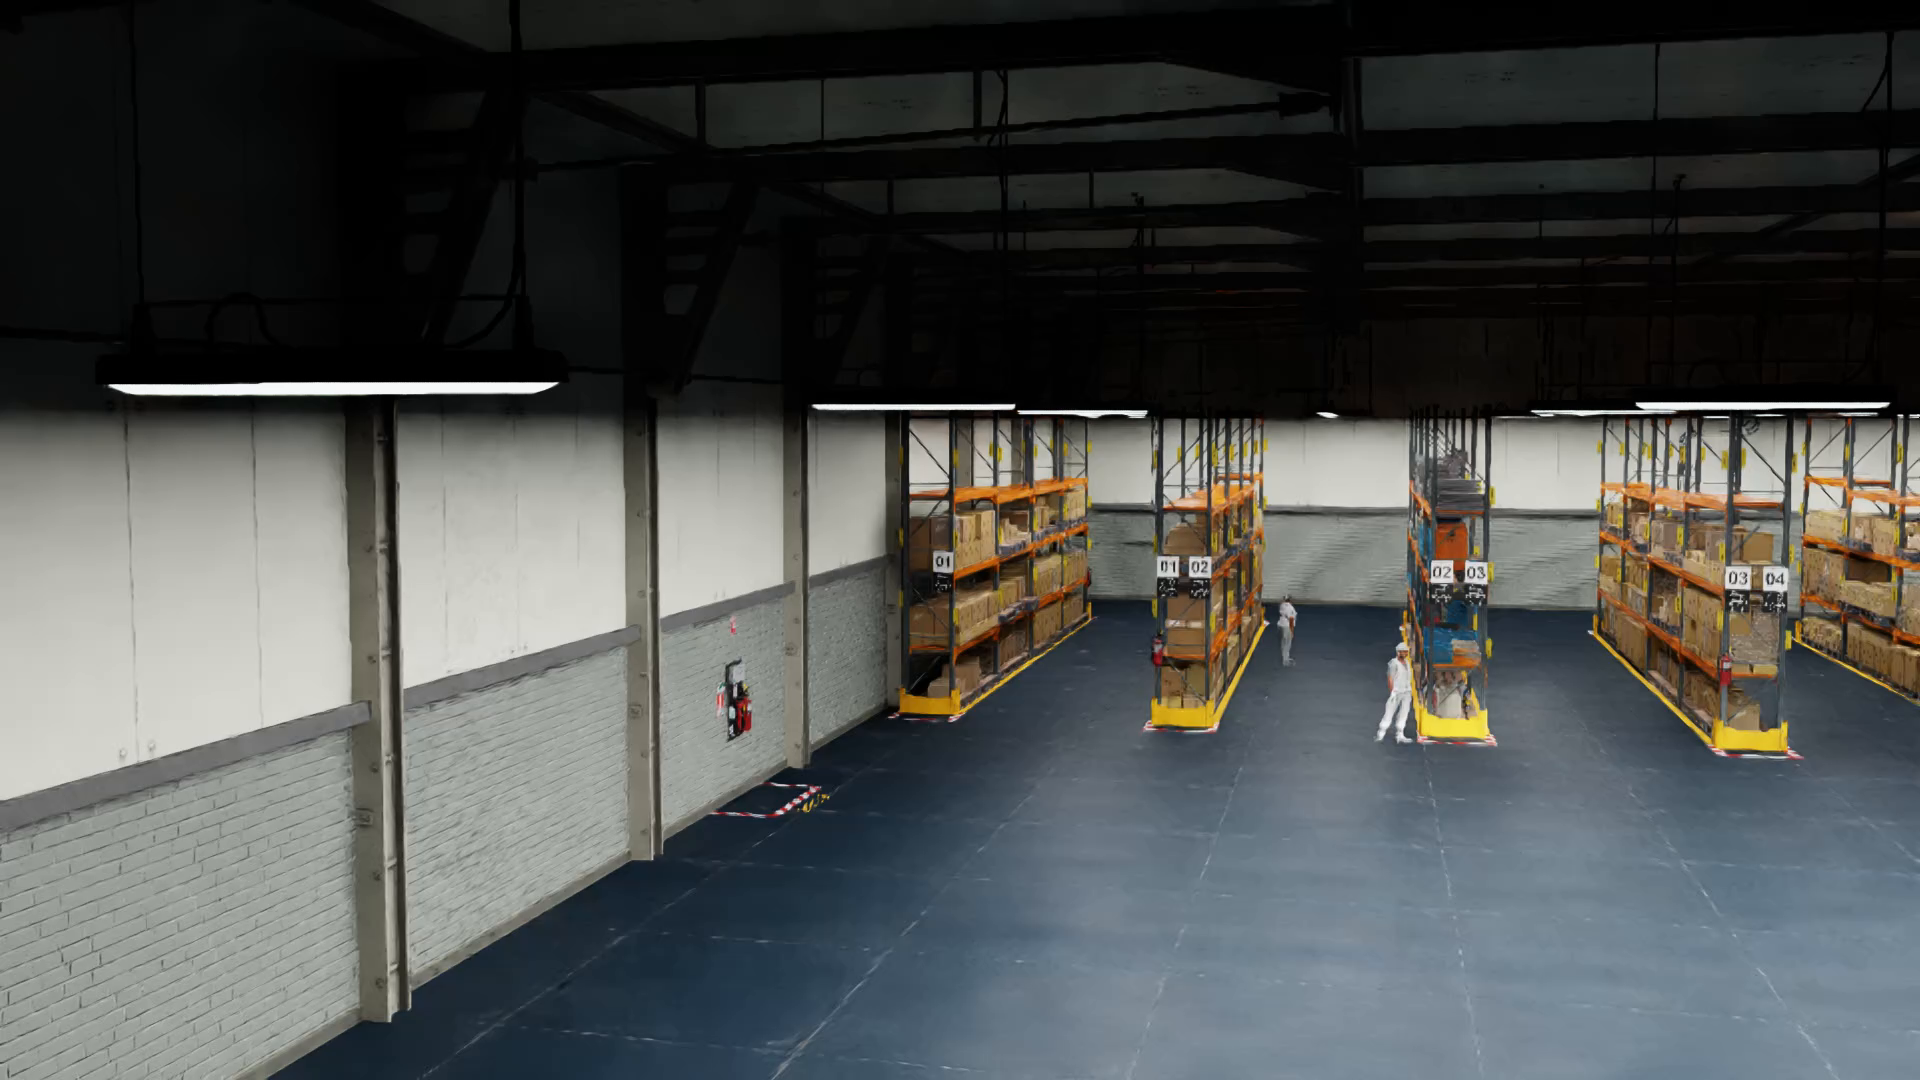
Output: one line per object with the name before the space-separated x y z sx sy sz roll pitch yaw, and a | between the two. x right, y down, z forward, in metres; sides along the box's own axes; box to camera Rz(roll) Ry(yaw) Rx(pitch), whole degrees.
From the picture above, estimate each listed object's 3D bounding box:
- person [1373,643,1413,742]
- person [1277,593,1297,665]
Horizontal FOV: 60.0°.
person | 7.710 2.716 29.563 0.714 1.785 0.494 -3 5 -32
person | 7.721 2.074 39.158 0.448 1.668 0.530 -1 4 -16
